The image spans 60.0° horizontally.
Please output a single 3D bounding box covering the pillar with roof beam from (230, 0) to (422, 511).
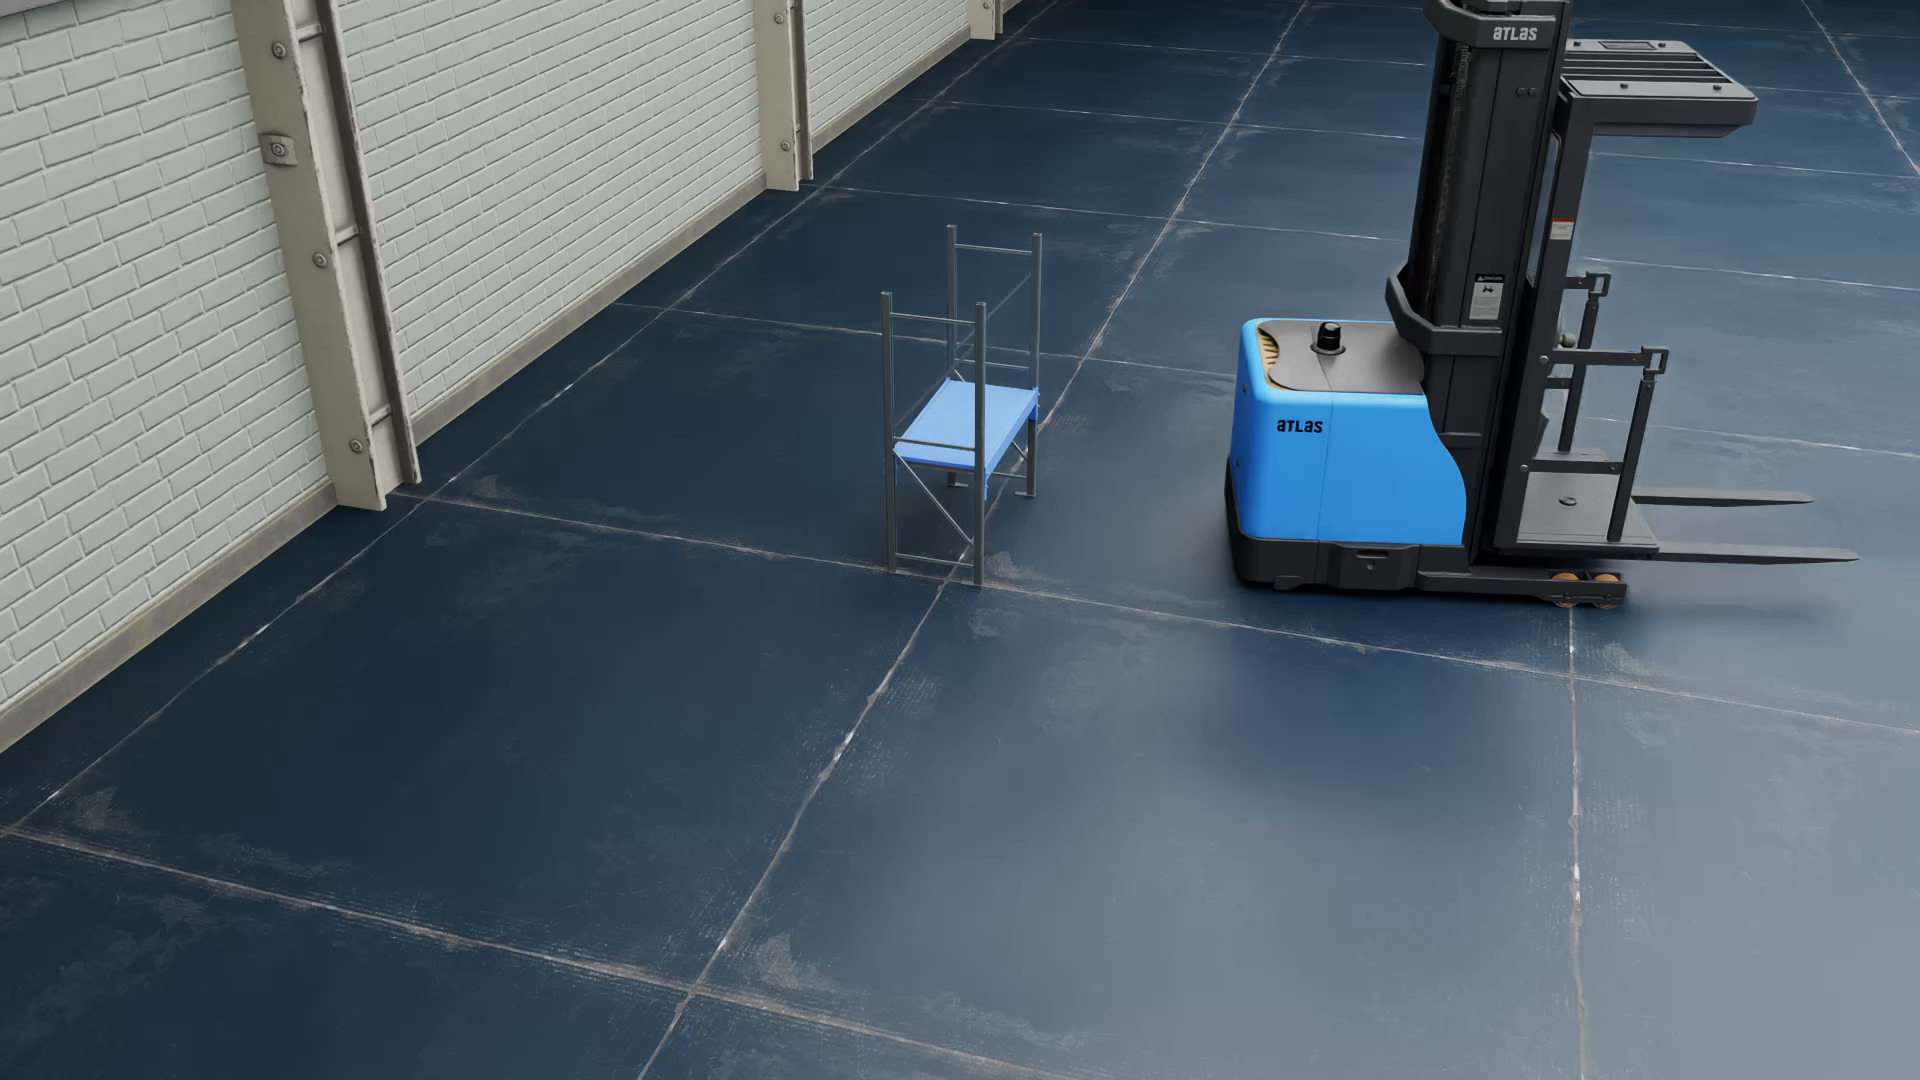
[{"bbox_3d":[0.883,-3.589,5.945,9.100,9.000,0.400,8,30,15],"label":"pillar with roof beam"}]

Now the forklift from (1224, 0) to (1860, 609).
[{"bbox_3d":[2.919,-1.213,7.916,3.031,2.935,1.130,2,29,4],"label":"forklift"}]

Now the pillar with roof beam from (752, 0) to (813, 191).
[{"bbox_3d":[2.644,-6.377,10.957,9.100,9.000,0.400,8,30,15],"label":"pillar with roof beam"}]

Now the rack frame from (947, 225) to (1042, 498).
[{"bbox_3d":[0.174,-0.931,8.881,0.500,1.500,0.032,8,30,15],"label":"rack frame"}]

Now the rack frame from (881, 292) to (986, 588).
[{"bbox_3d":[-0.124,-0.459,8.032,0.500,1.500,0.032,8,30,15],"label":"rack frame"}]

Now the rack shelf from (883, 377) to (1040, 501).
[{"bbox_3d":[0.025,-0.538,8.544,0.538,0.185,1.000,8,30,15],"label":"rack shelf"}]

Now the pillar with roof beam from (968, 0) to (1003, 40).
[{"bbox_3d":[4.405,-9.166,15.969,9.100,9.000,0.400,8,30,15],"label":"pillar with roof beam"}]

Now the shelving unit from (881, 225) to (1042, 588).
[{"bbox_3d":[0.025,-0.695,8.457,0.538,1.500,1.048,8,30,15],"label":"shelving unit"}]
